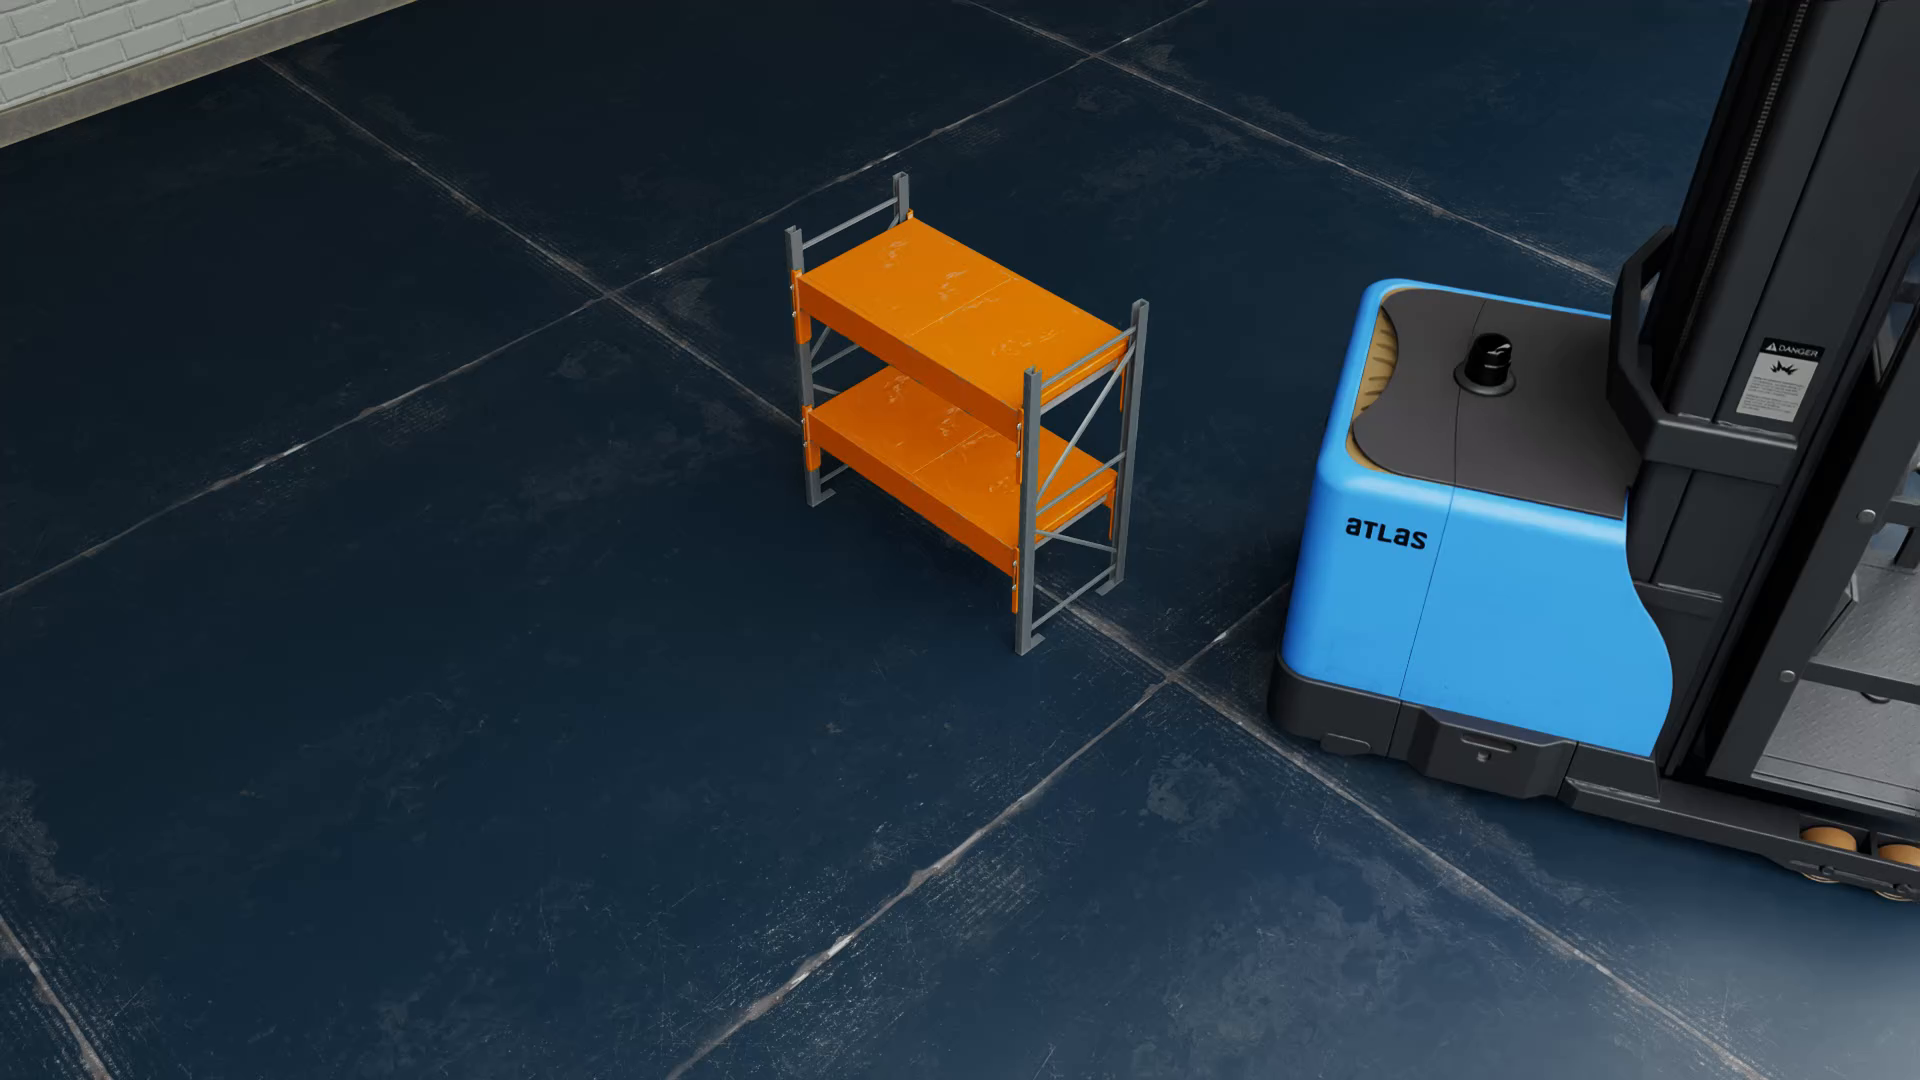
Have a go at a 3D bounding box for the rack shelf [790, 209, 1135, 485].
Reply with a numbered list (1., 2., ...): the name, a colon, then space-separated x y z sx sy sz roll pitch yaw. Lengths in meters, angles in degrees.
1. rack shelf: 0.005 -0.625 5.166 0.538 0.278 1.000 -34 53 -31

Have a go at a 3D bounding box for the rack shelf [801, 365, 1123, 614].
1. rack shelf: 0.005 -0.230 5.531 0.538 0.278 1.000 -34 53 -31

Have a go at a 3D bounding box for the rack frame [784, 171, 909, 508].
1. rack frame: -0.354 -0.654 5.629 0.500 1.125 0.032 -34 53 -31

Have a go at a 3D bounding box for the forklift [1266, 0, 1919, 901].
1. forklift: 2.512 -0.474 4.104 3.031 2.935 1.130 13 44 13

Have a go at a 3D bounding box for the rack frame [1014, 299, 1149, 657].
1. rack frame: 0.364 -0.166 5.100 0.500 1.125 0.032 -34 53 -31

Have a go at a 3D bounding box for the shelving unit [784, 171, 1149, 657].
1. shelving unit: 0.005 -0.410 5.365 0.538 1.125 1.048 -34 53 -31
